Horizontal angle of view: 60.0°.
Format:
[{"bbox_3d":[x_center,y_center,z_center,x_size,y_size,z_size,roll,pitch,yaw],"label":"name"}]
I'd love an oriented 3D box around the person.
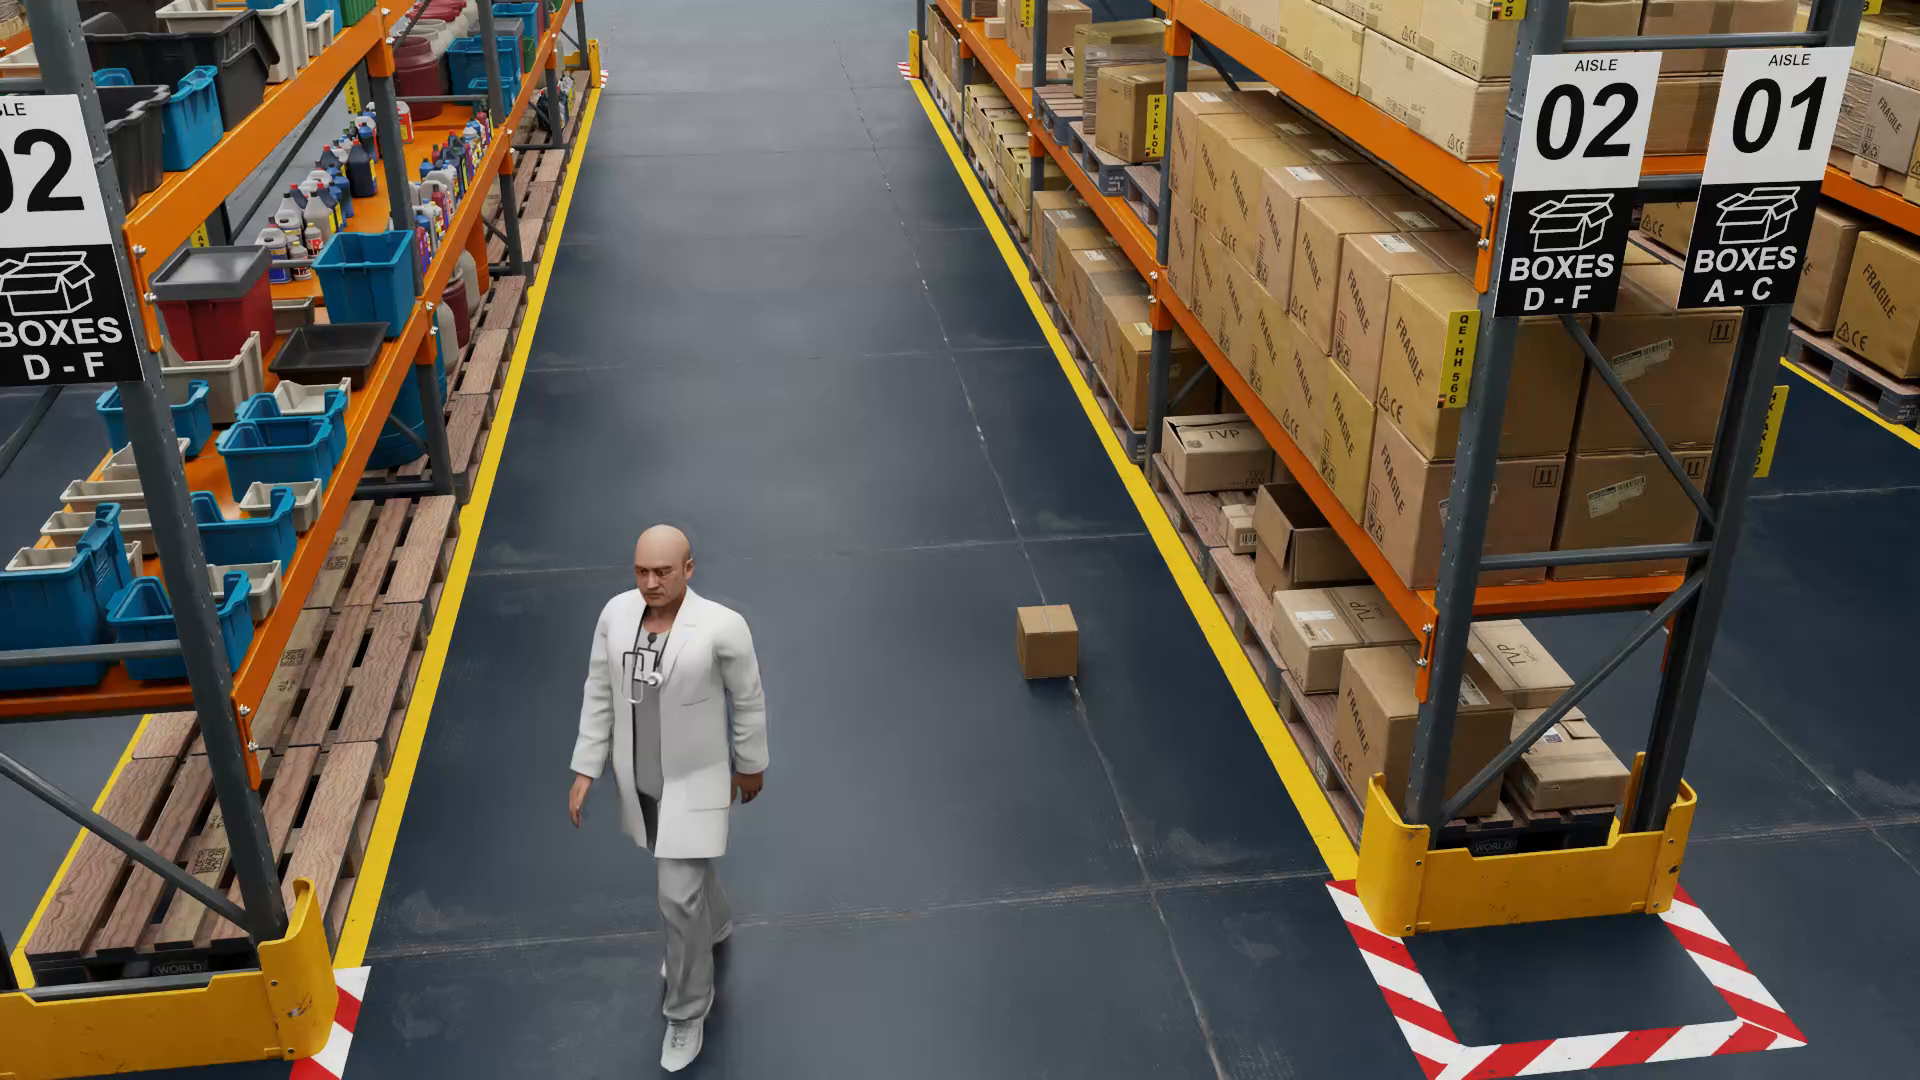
[{"bbox_3d":[-0.985,0.835,5.518,0.573,1.842,0.709,11,29,21],"label":"person"}]
